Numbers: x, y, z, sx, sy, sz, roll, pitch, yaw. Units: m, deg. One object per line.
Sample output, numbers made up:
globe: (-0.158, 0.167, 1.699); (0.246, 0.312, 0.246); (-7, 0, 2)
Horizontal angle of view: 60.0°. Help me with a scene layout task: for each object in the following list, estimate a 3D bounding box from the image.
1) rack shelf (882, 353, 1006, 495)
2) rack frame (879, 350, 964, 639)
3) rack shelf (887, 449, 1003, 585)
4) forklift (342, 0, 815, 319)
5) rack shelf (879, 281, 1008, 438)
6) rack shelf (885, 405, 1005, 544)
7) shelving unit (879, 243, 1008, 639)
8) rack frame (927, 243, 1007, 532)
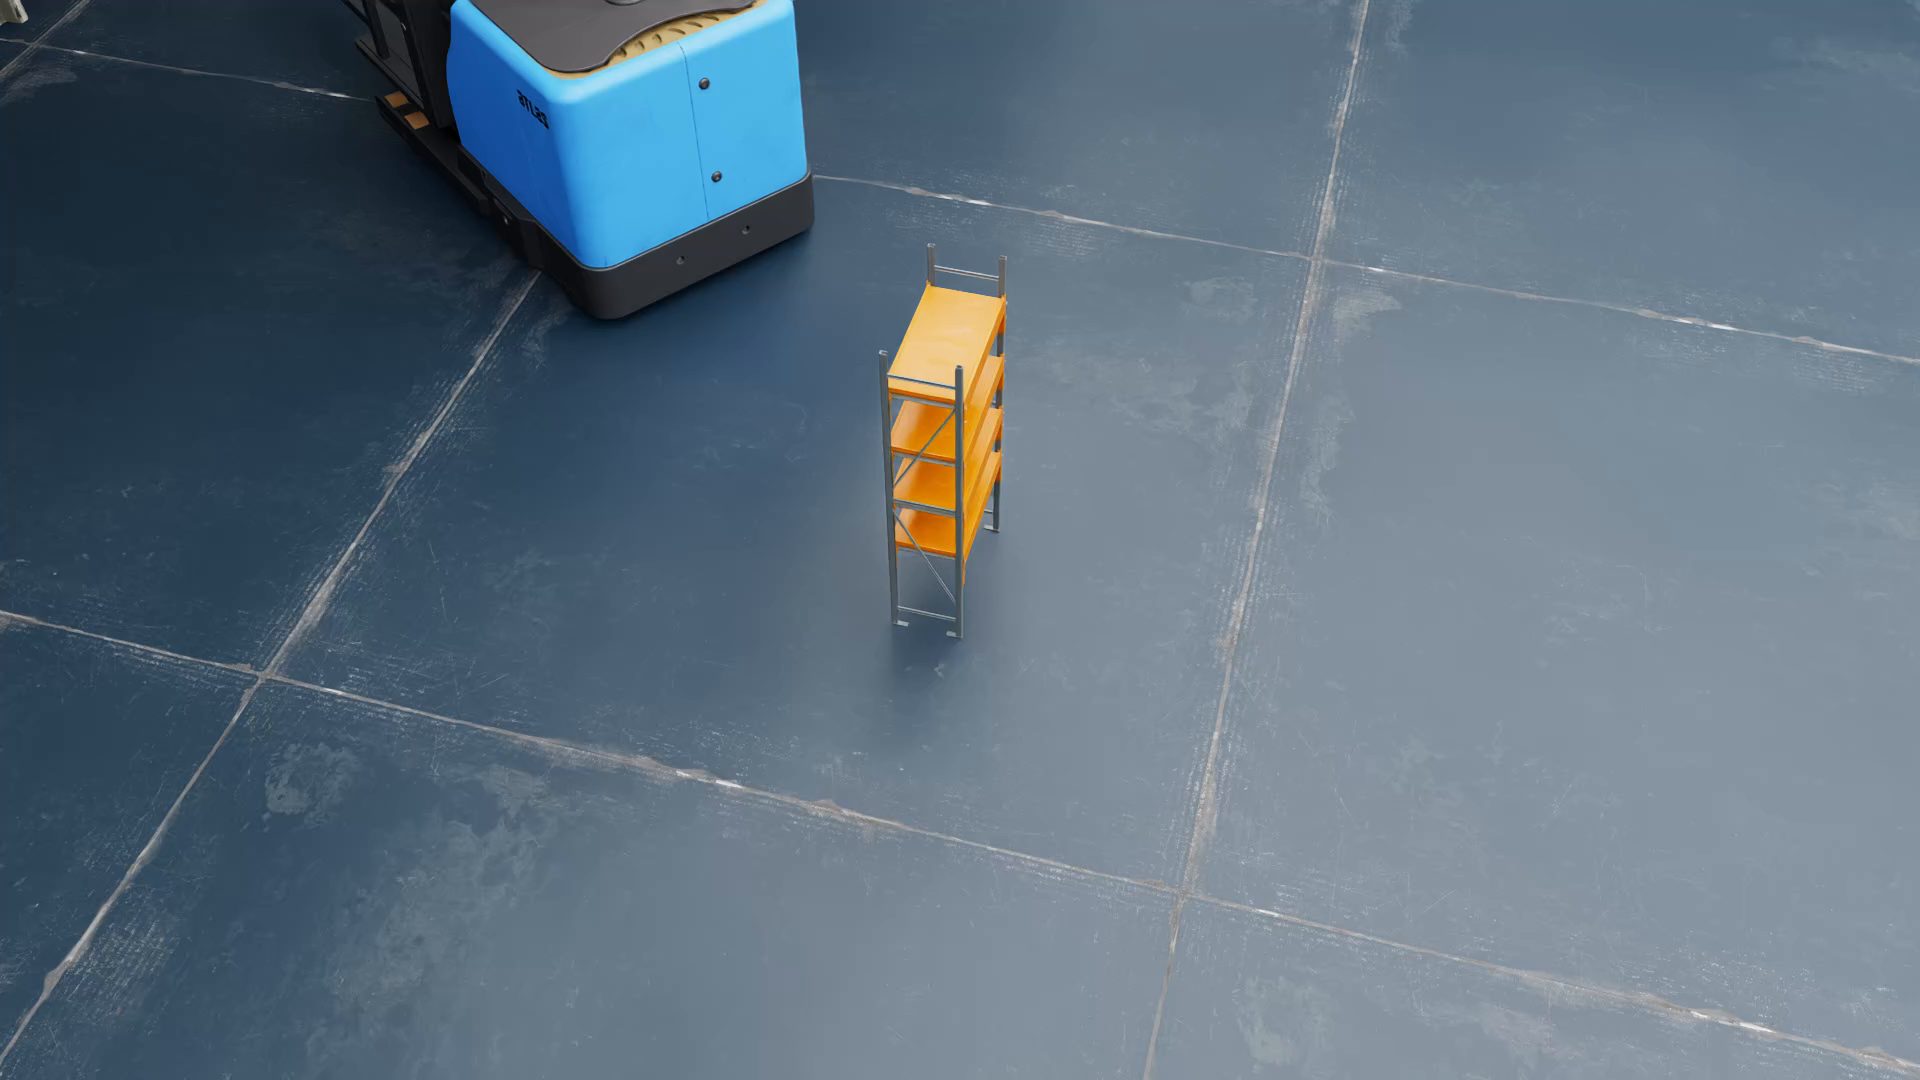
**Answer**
rack shelf: (-0.044, -0.381, 5.077); (0.258, 0.148, 0.480); (12, 50, 10)
rack frame: (-0.108, -0.101, 5.039); (0.240, 1.200, 0.015); (12, 50, 10)
rack shelf: (-0.044, -0.101, 5.394); (0.258, 0.148, 0.480); (12, 50, 10)
forklift: (-1.904, -2.872, 6.330); (1.130, 2.935, 3.031); (-31, 55, -24)
rack shelf: (-0.044, -0.537, 4.900); (0.258, 0.148, 0.480); (12, 50, 10)
rack shelf: (-0.044, -0.233, 5.245); (0.258, 0.148, 0.480); (12, 50, 10)
shelving unit: (-0.044, -0.277, 5.194); (0.258, 1.200, 0.503); (12, 50, 10)
rack frame: (0.021, -0.454, 5.350); (0.240, 1.200, 0.015); (12, 50, 10)
